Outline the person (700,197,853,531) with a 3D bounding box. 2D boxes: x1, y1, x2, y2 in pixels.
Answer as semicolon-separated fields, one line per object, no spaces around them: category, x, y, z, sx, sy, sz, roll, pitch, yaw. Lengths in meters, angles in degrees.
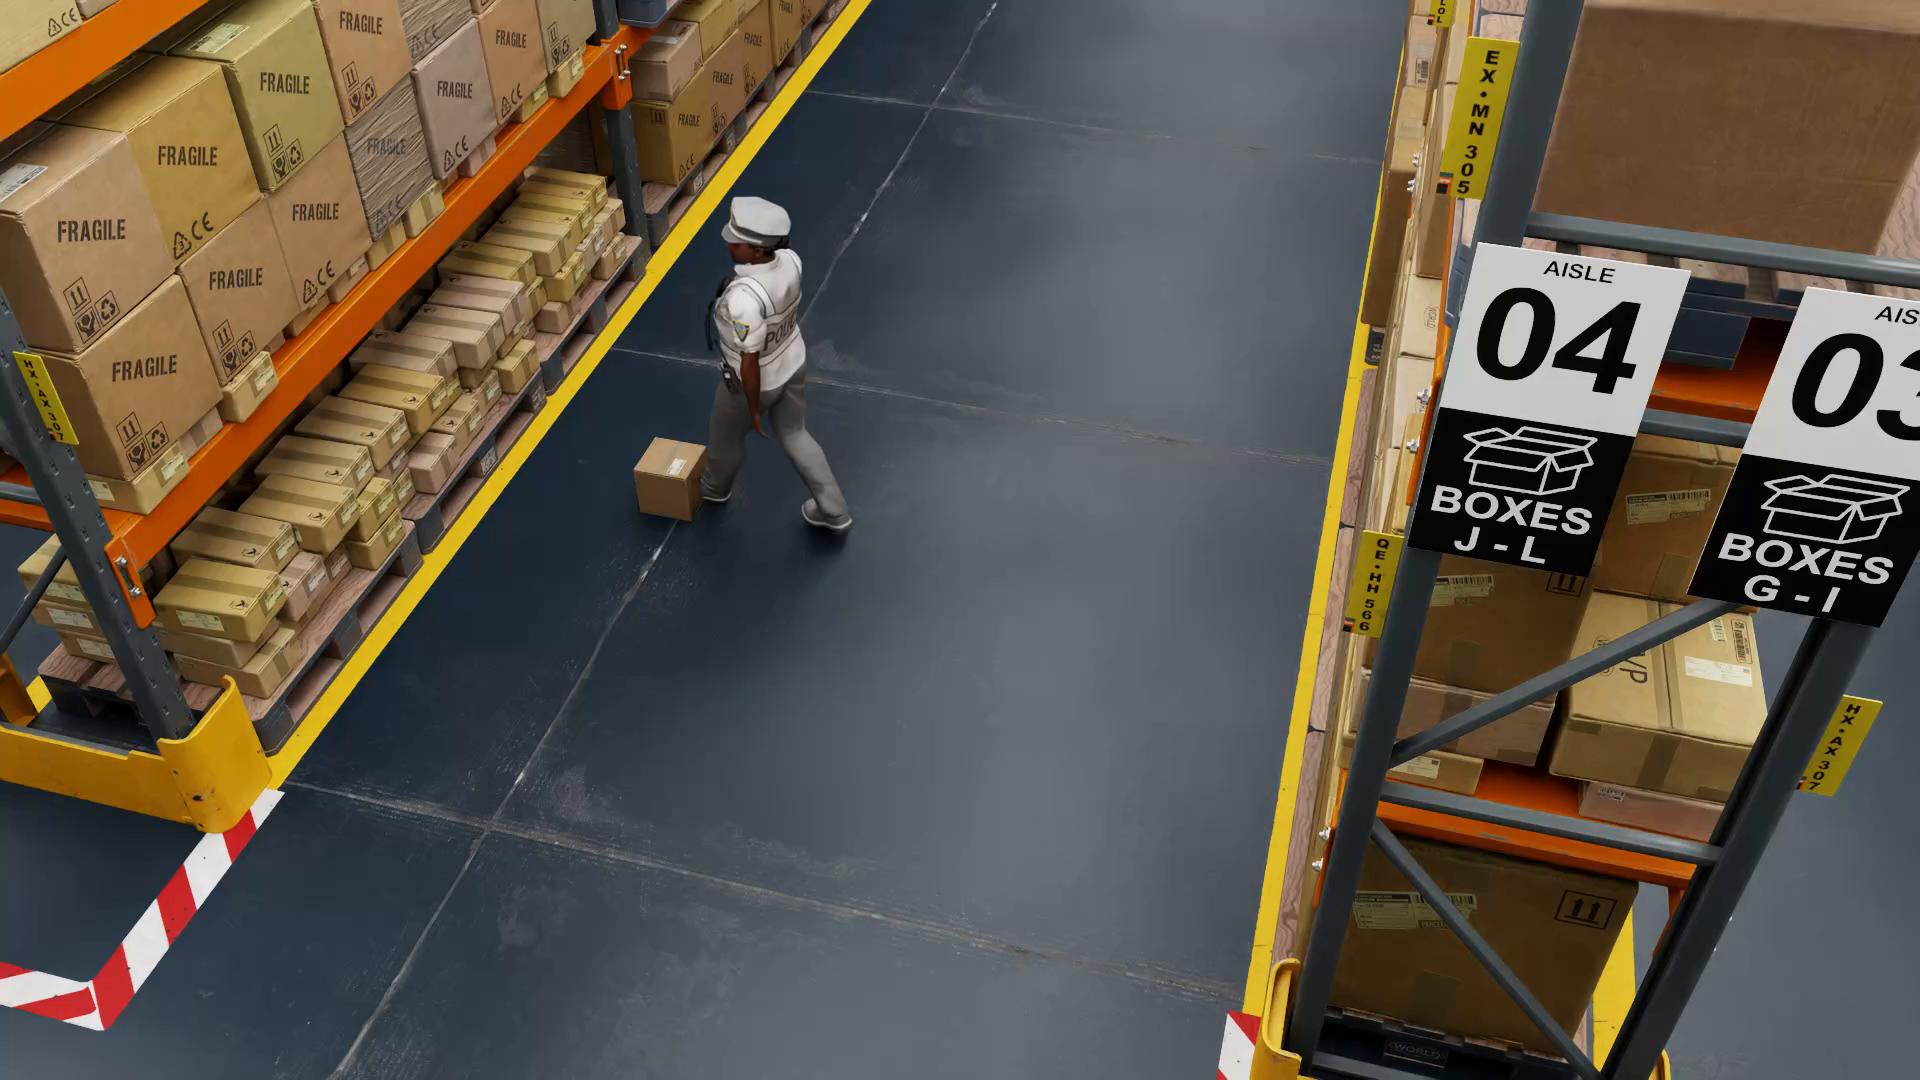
person;-0.890;-0.751;7.010;0.923;1.630;0.508;20;45;22
